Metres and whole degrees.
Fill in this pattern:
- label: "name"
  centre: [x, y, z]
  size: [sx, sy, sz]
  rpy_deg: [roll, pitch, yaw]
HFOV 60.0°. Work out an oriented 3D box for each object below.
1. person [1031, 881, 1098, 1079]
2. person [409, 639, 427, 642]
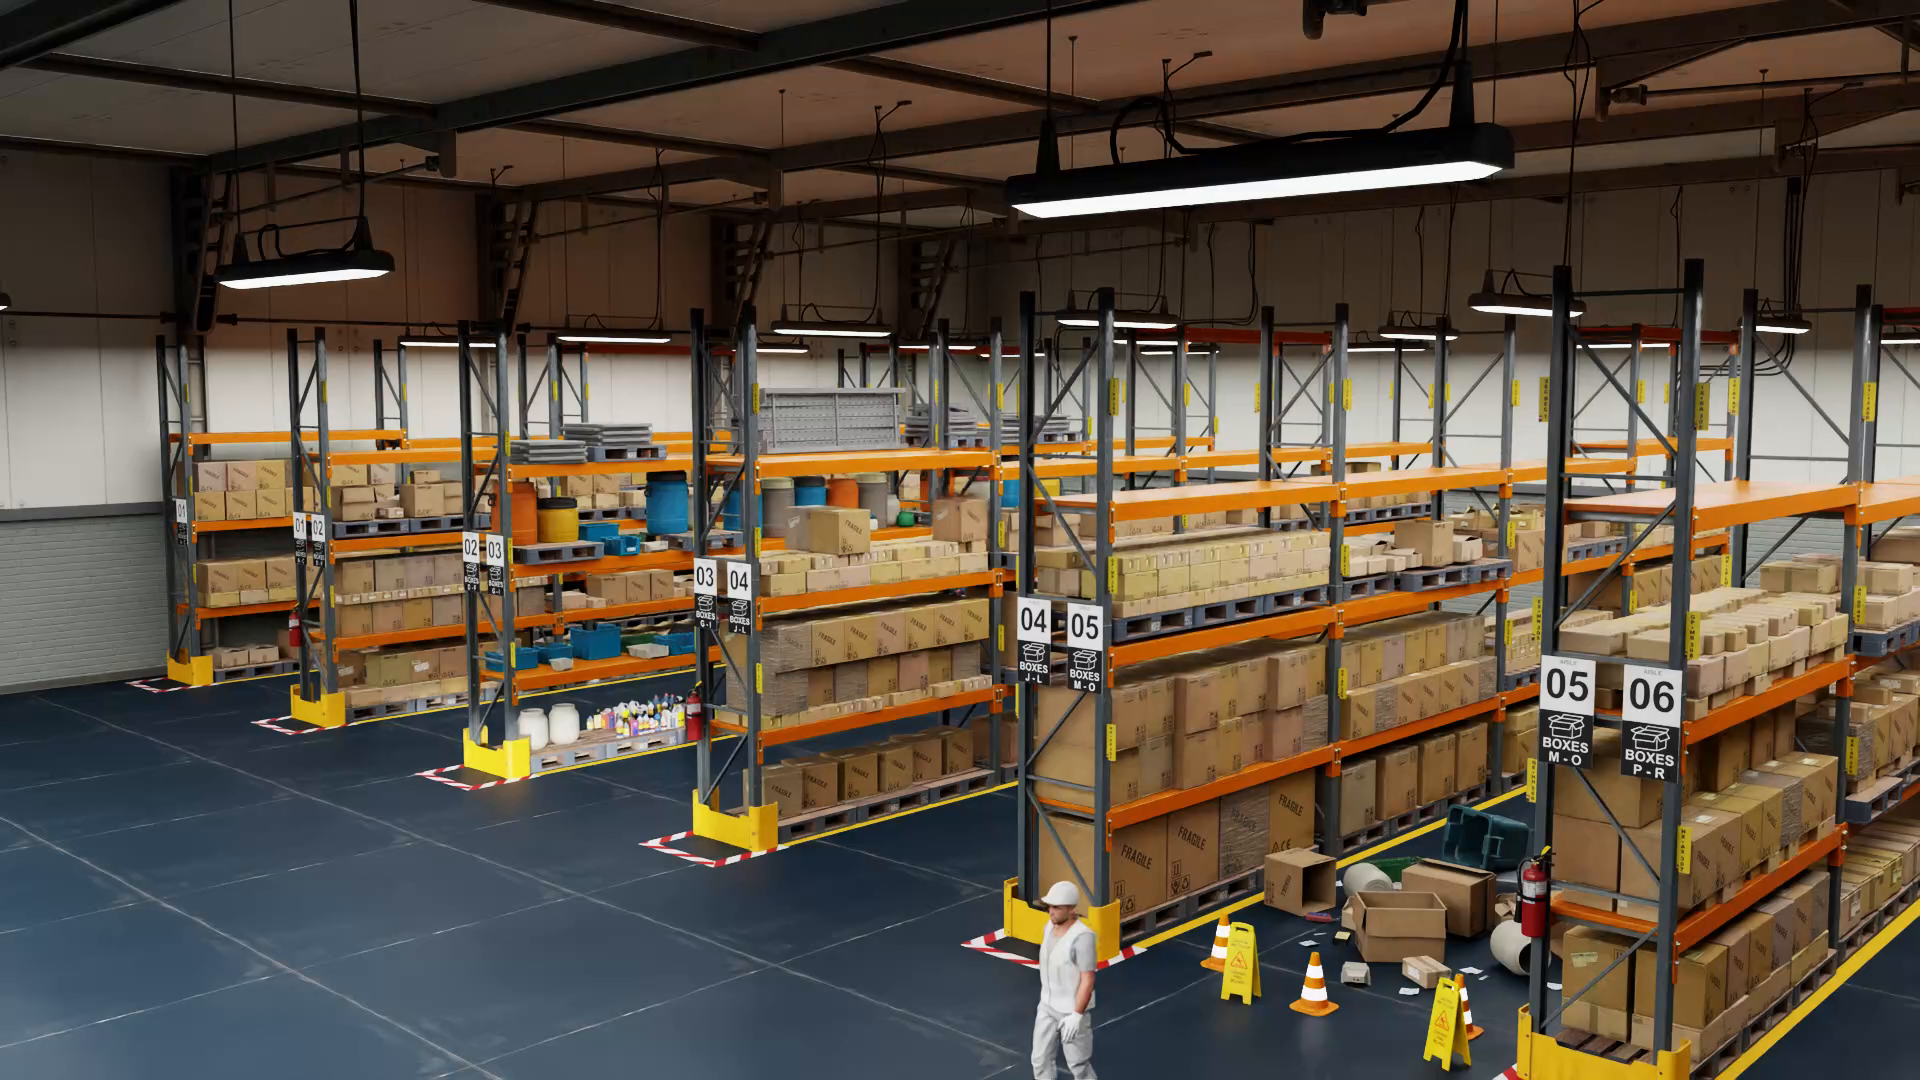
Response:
- label: "person"
  centre: [0.690, 3.224, 11.351]
  size: [0.596, 1.825, 0.623]
  rpy_deg: [-4, 6, -33]
- label: "person"
  centre: [-10.019, 1.465, 30.494]
  size: [0.453, 1.658, 0.503]
  rpy_deg: [-3, 6, -27]
